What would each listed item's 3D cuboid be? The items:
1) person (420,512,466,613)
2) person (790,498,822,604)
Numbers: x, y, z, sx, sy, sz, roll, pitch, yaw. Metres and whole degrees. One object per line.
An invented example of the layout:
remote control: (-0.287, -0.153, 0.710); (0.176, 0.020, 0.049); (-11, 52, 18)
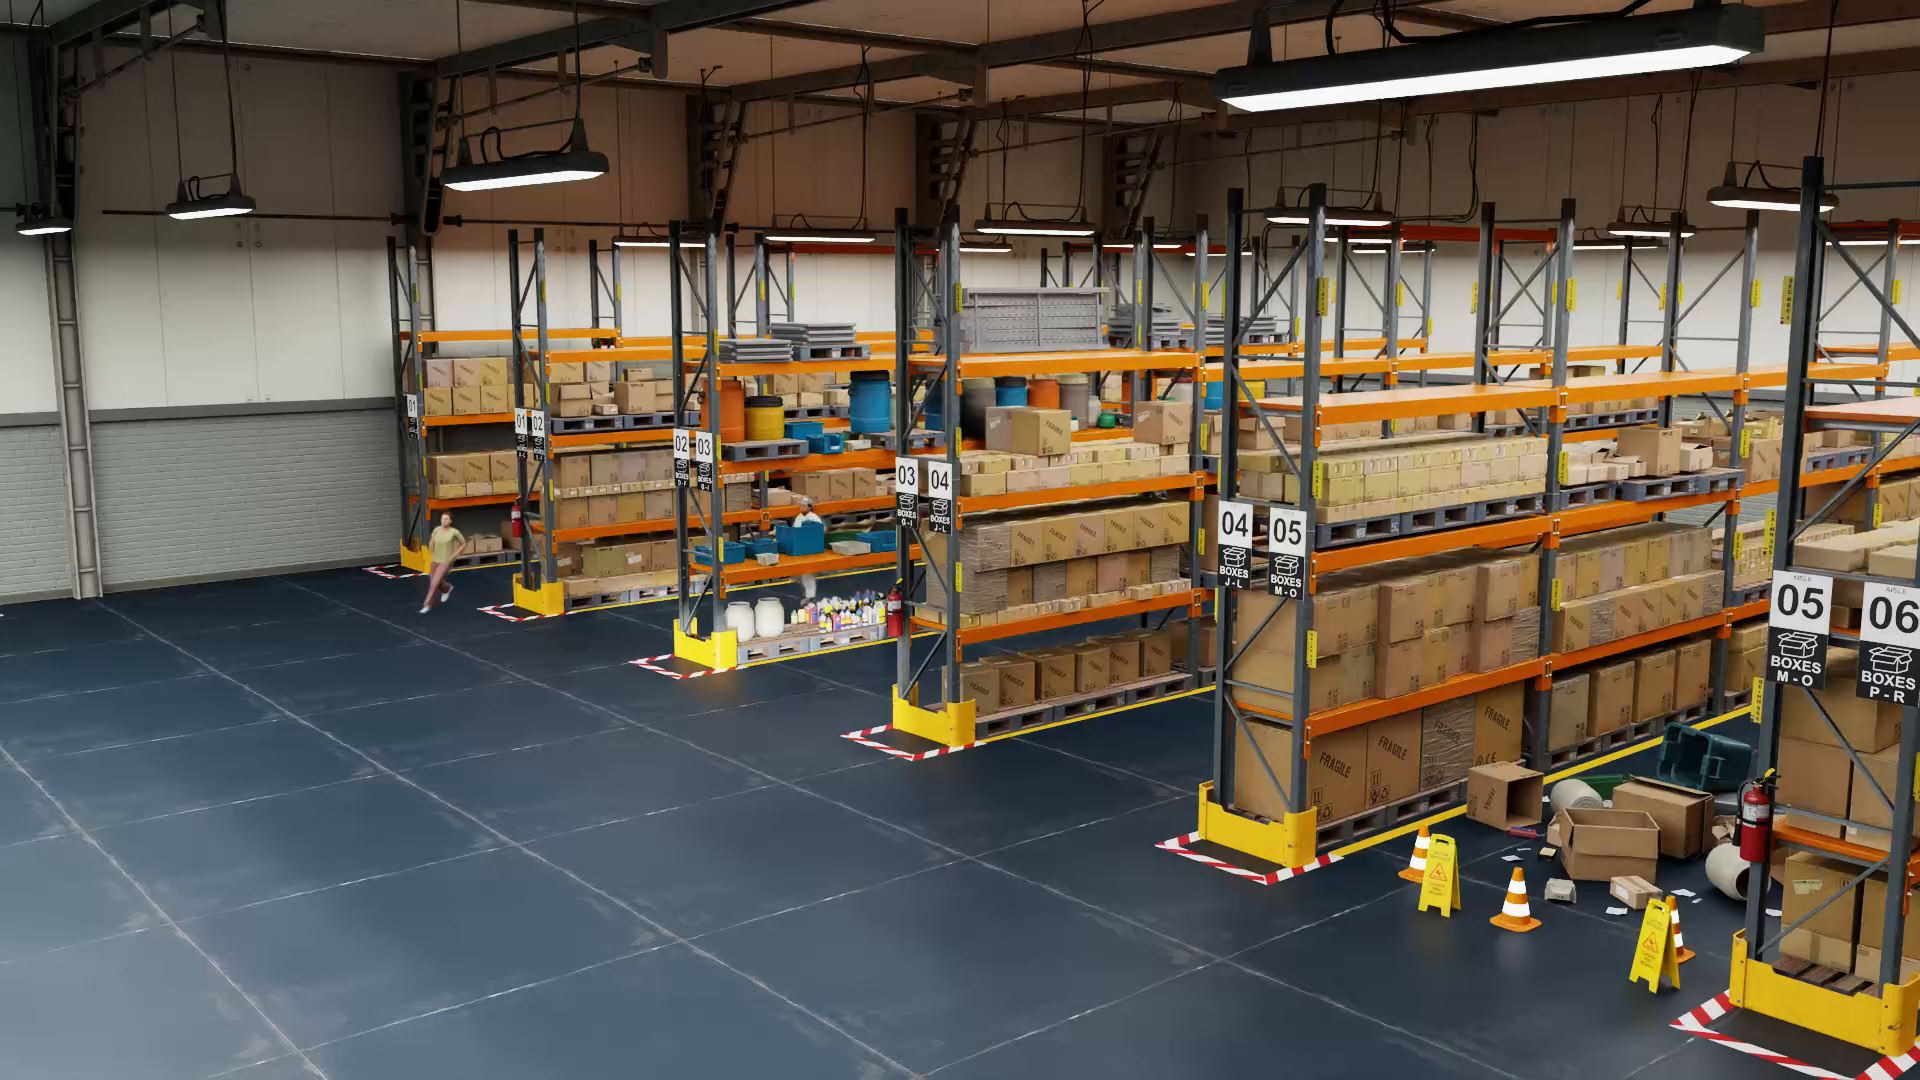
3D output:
person: (-8.155, 0.327, 26.432); (0.636, 1.604, 0.818); (2, 9, 15)
person: (-2.388, 0.164, 25.513); (0.607, 1.636, 0.503); (7, 11, 40)
